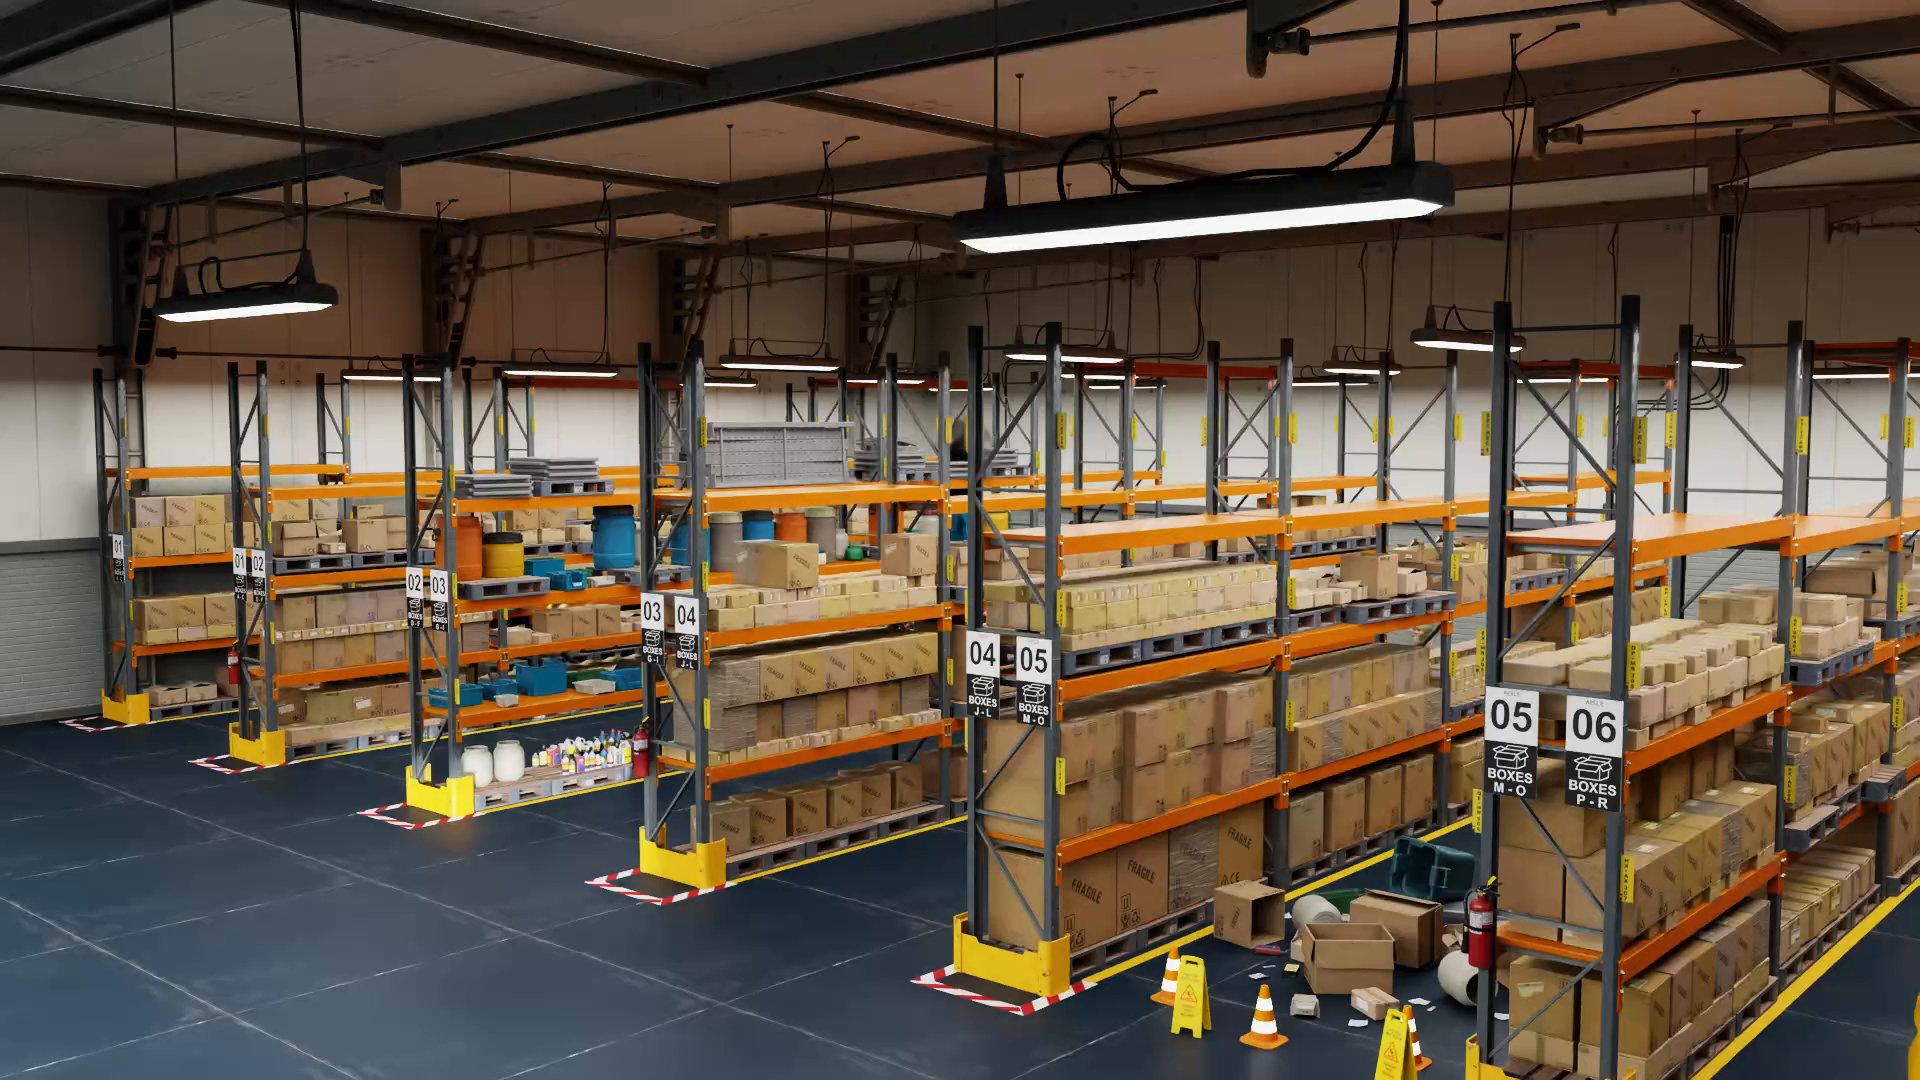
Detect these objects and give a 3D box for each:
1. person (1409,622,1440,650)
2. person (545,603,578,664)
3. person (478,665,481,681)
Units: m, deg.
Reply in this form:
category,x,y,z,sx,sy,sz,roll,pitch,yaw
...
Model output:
category,x,y,z,sx,sy,sz,roll,pitch,yaw
person,9.013,2.029,32.294,0.623,1.609,0.941,1,4,7
person,-7.897,1.873,32.717,0.661,1.761,0.972,2,5,22
person,-9.323,2.069,31.201,0.704,1.673,0.822,-1,4,-8
